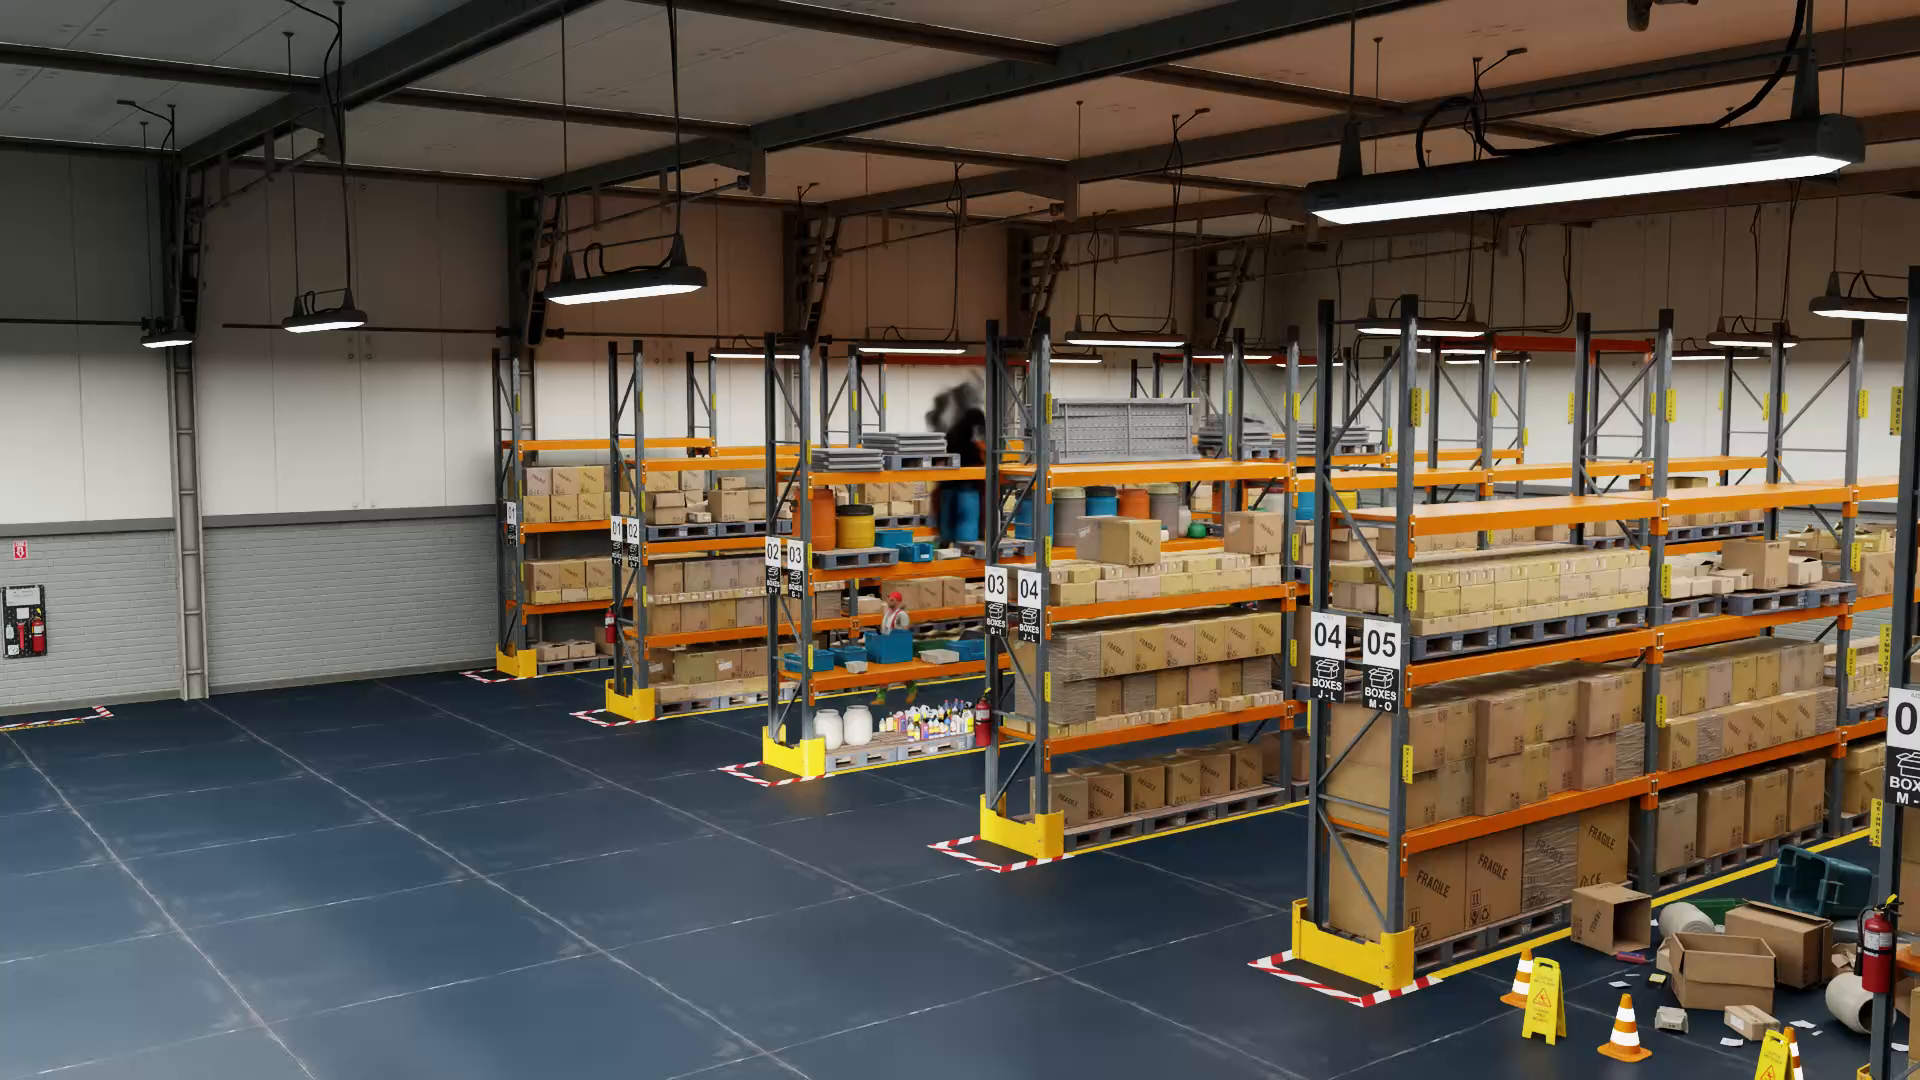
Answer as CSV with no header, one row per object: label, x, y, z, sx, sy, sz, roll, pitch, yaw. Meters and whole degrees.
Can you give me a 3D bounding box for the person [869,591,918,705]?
person,-1.056,1.697,26.034,0.893,1.797,0.667,-5,7,-43
